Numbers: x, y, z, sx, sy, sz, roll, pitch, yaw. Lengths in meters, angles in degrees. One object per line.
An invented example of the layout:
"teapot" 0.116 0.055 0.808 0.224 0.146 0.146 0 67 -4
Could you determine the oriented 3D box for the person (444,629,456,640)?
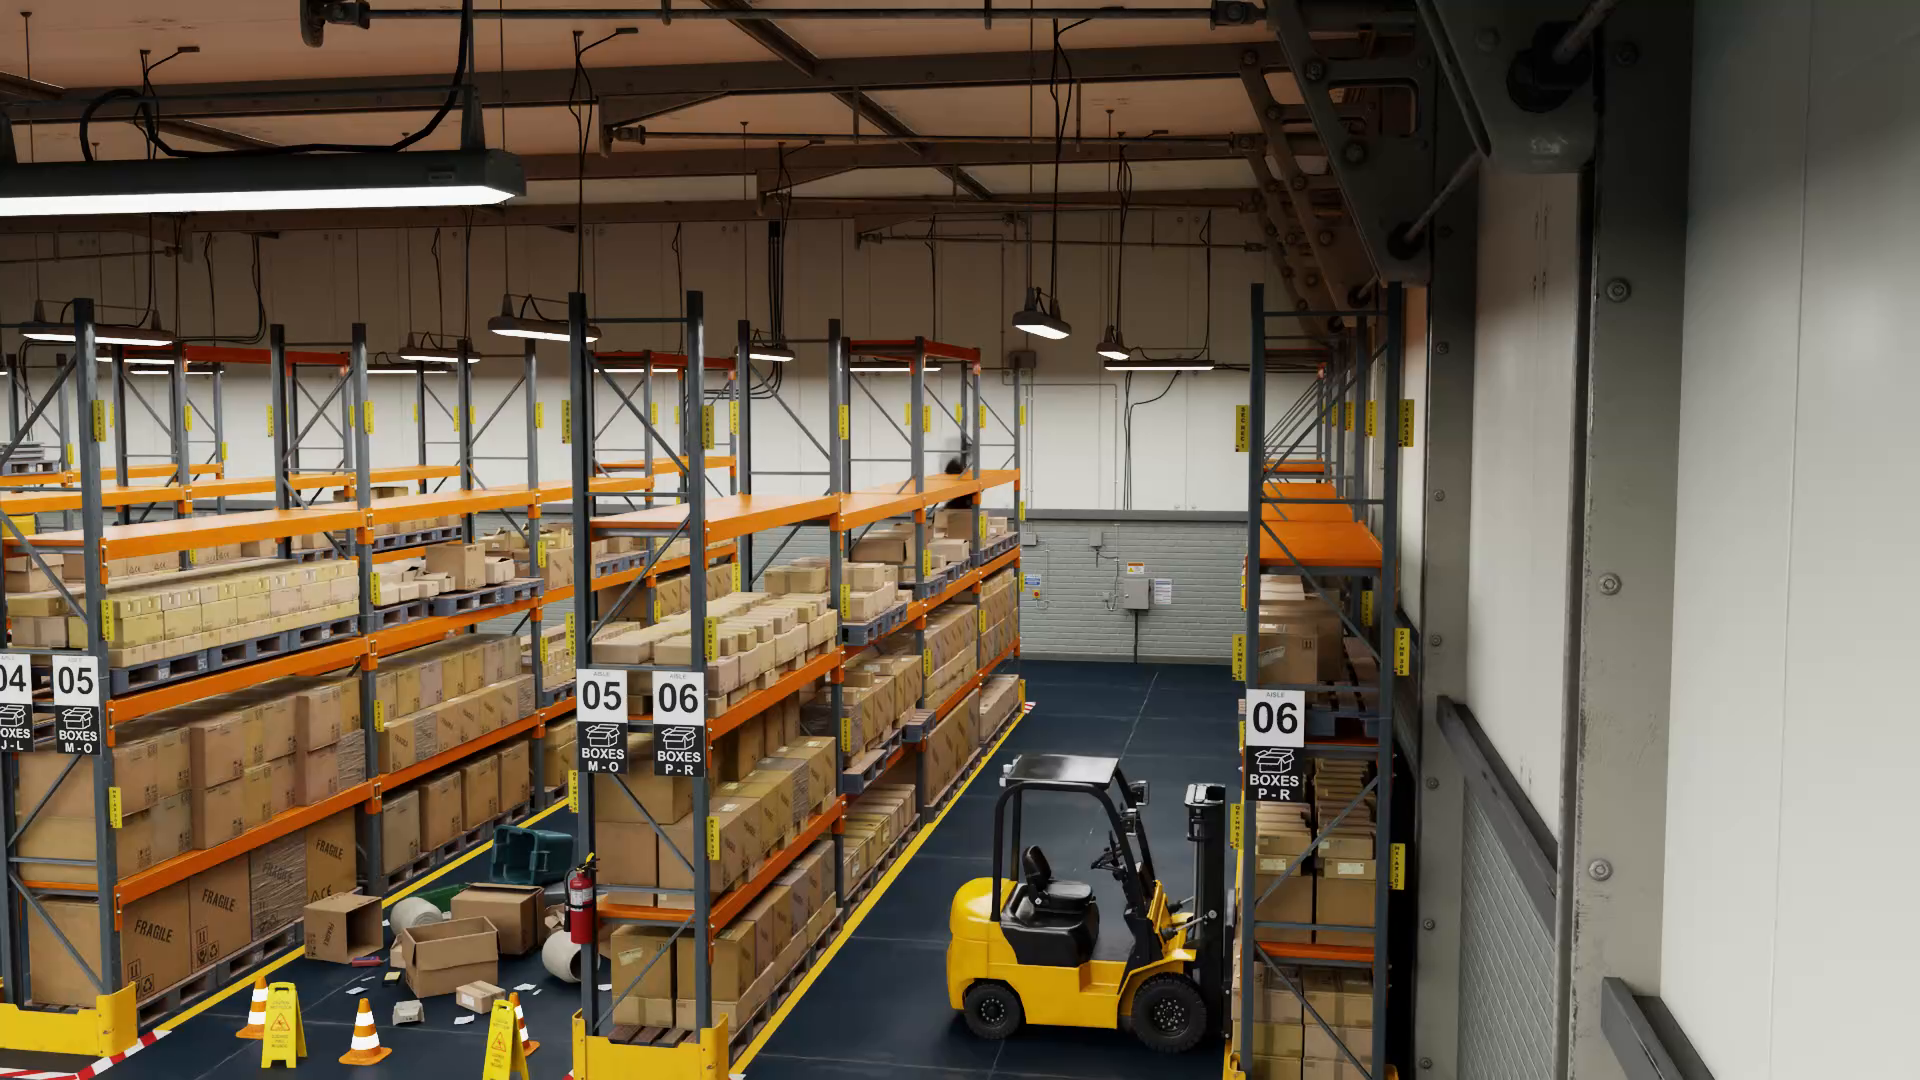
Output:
"person" -8.044 2.217 26.318 0.673 1.685 0.601 0 5 1
